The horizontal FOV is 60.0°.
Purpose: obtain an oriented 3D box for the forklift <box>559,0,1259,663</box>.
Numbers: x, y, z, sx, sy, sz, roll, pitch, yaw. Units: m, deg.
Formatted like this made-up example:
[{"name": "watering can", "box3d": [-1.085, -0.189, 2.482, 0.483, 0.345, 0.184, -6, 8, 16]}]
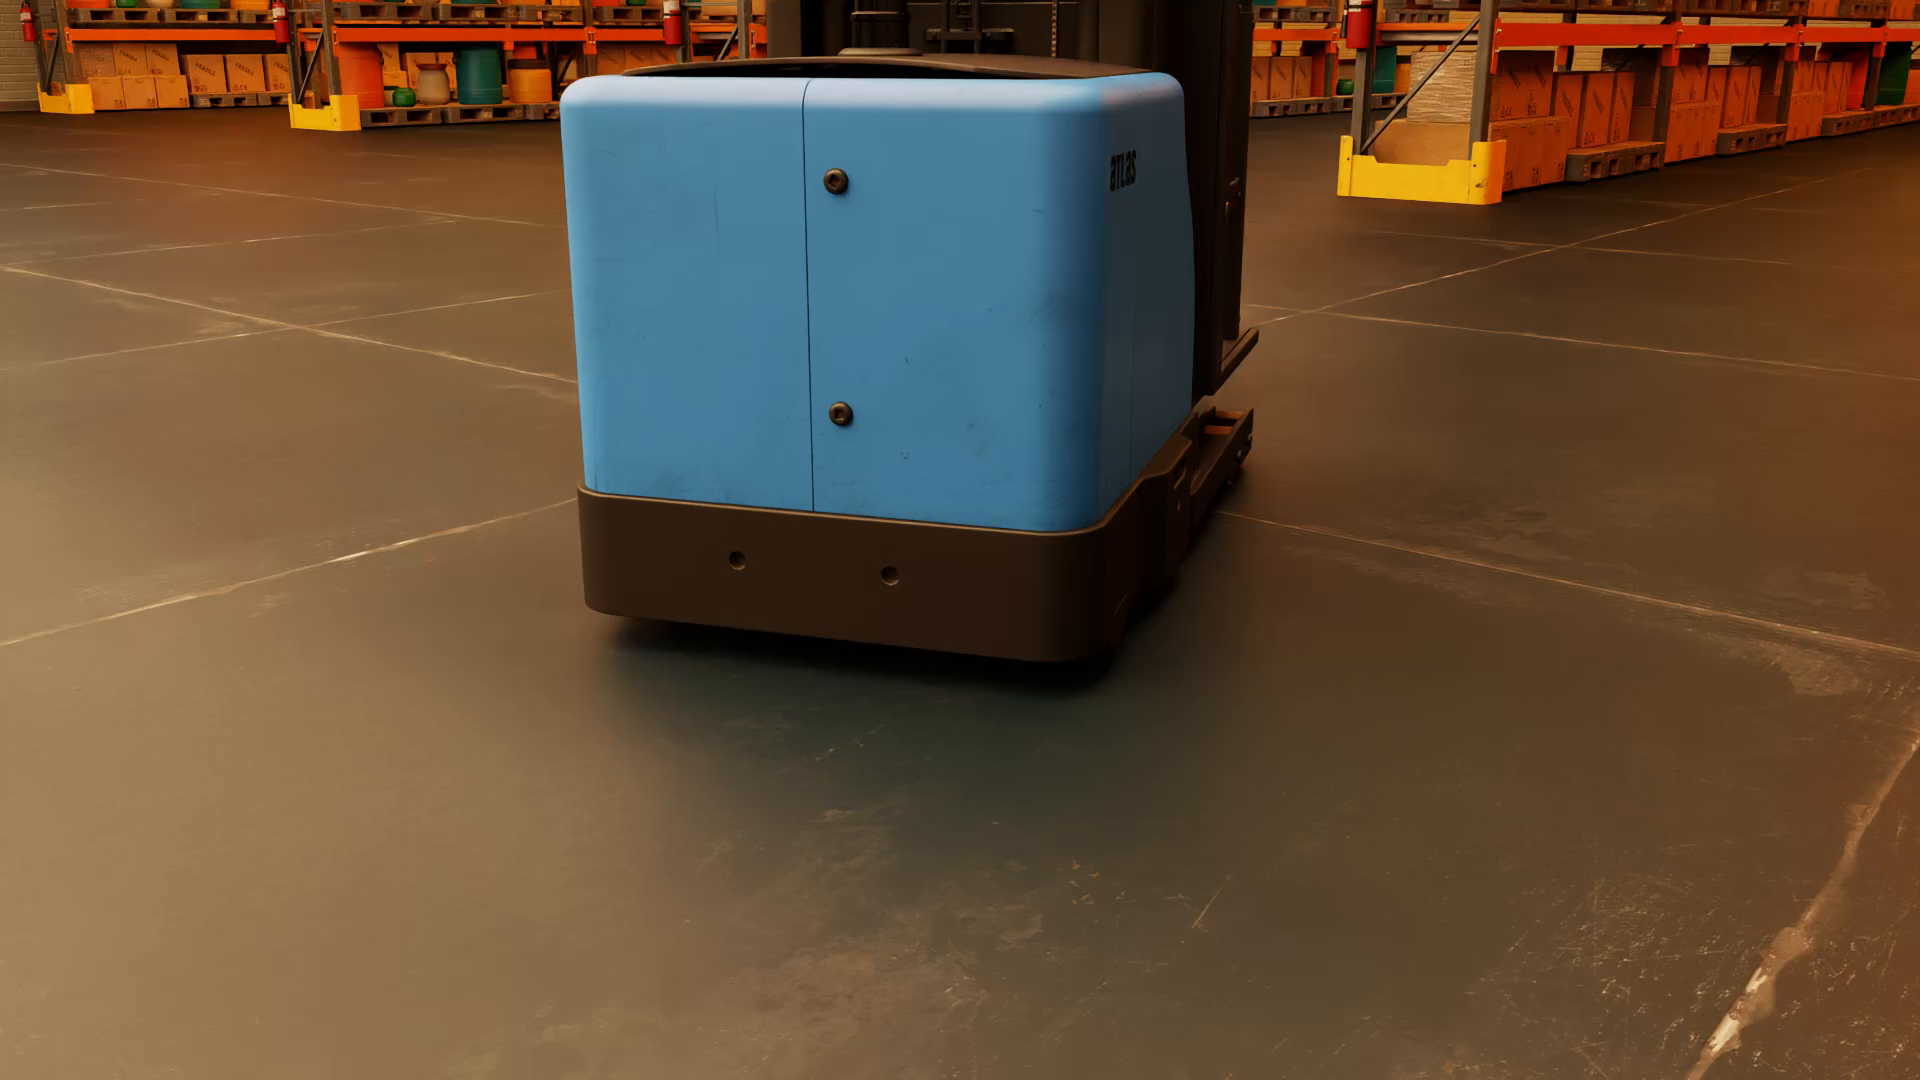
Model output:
[{"name": "forklift", "box3d": [0.182, -1.571, 4.072, 1.130, 2.935, 3.031, 5, 18, 17]}]
